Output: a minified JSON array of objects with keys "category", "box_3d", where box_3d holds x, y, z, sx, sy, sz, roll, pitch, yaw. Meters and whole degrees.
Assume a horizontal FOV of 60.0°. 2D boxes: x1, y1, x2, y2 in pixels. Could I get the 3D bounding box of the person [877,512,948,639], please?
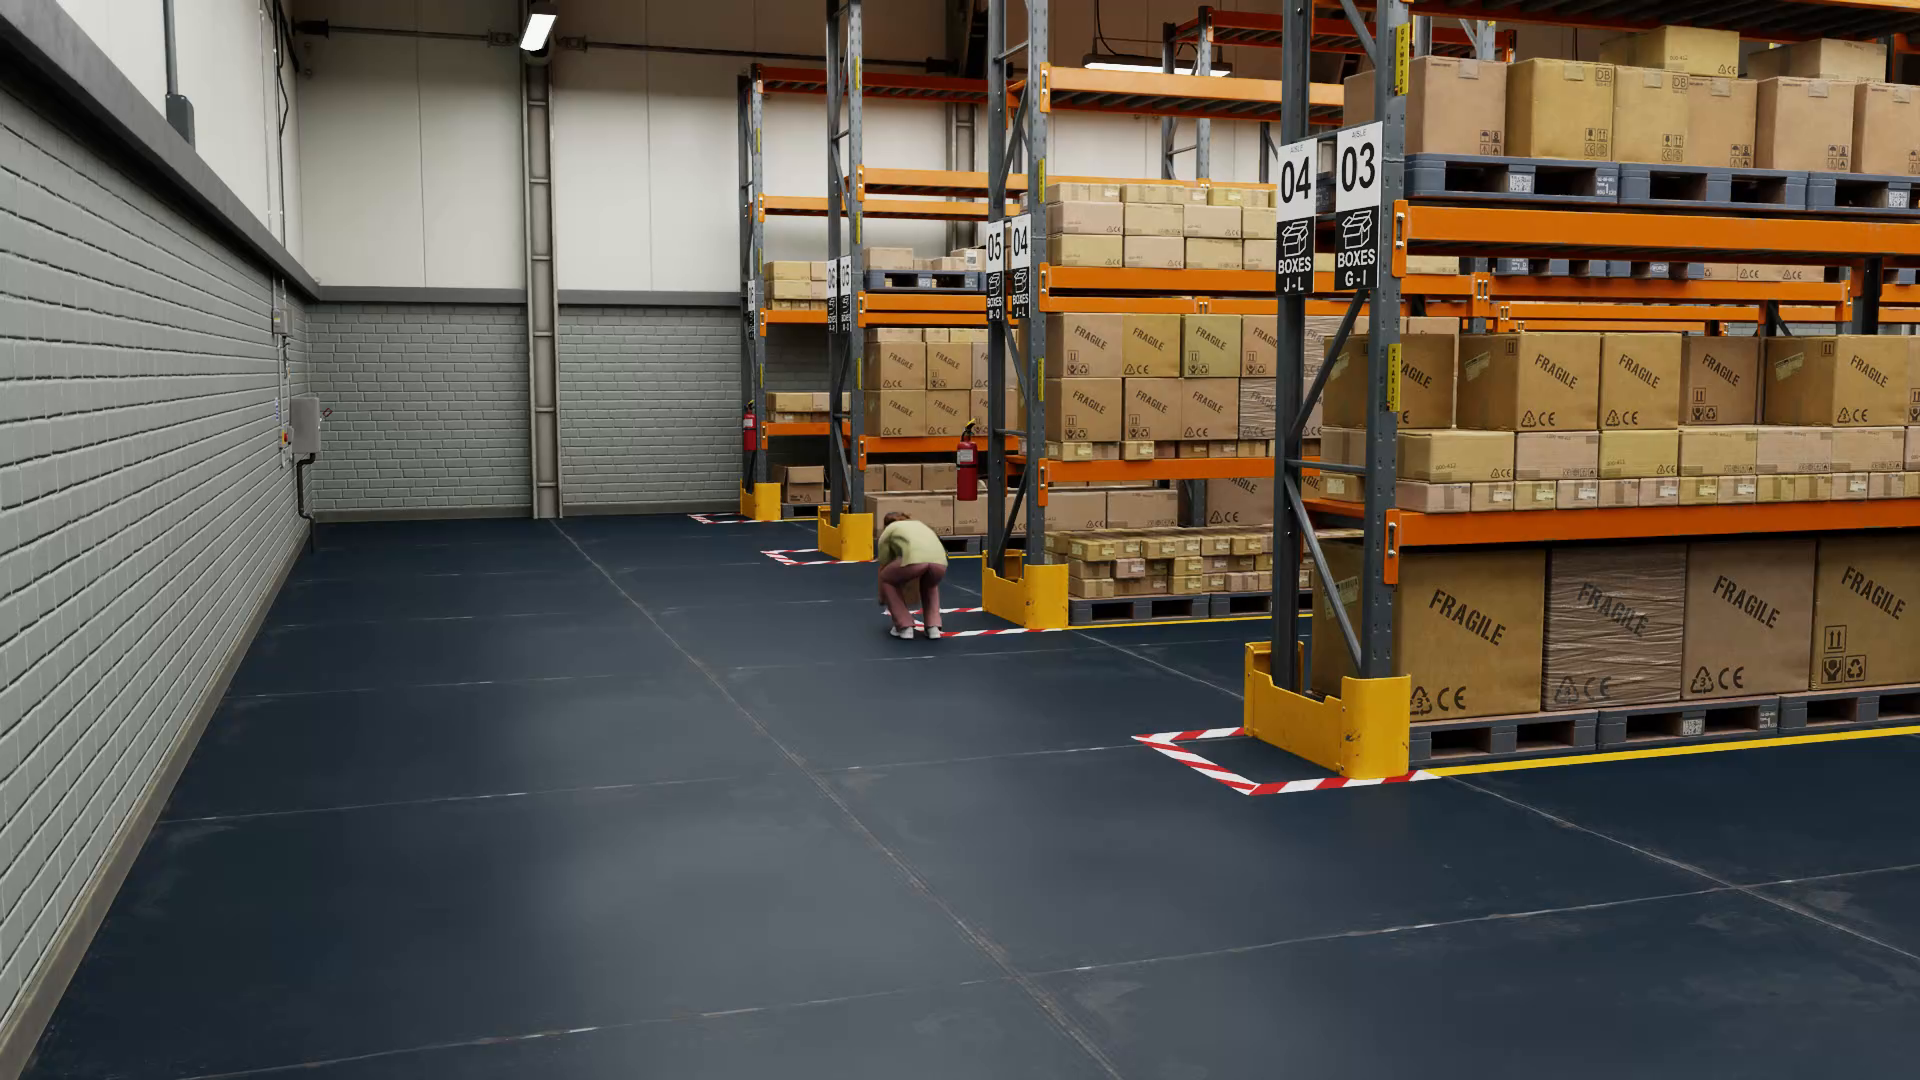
[{"category":"person","box_3d":[-0.372,0.260,12.642,0.459,0.935,0.846,-2,6,-20]}]
